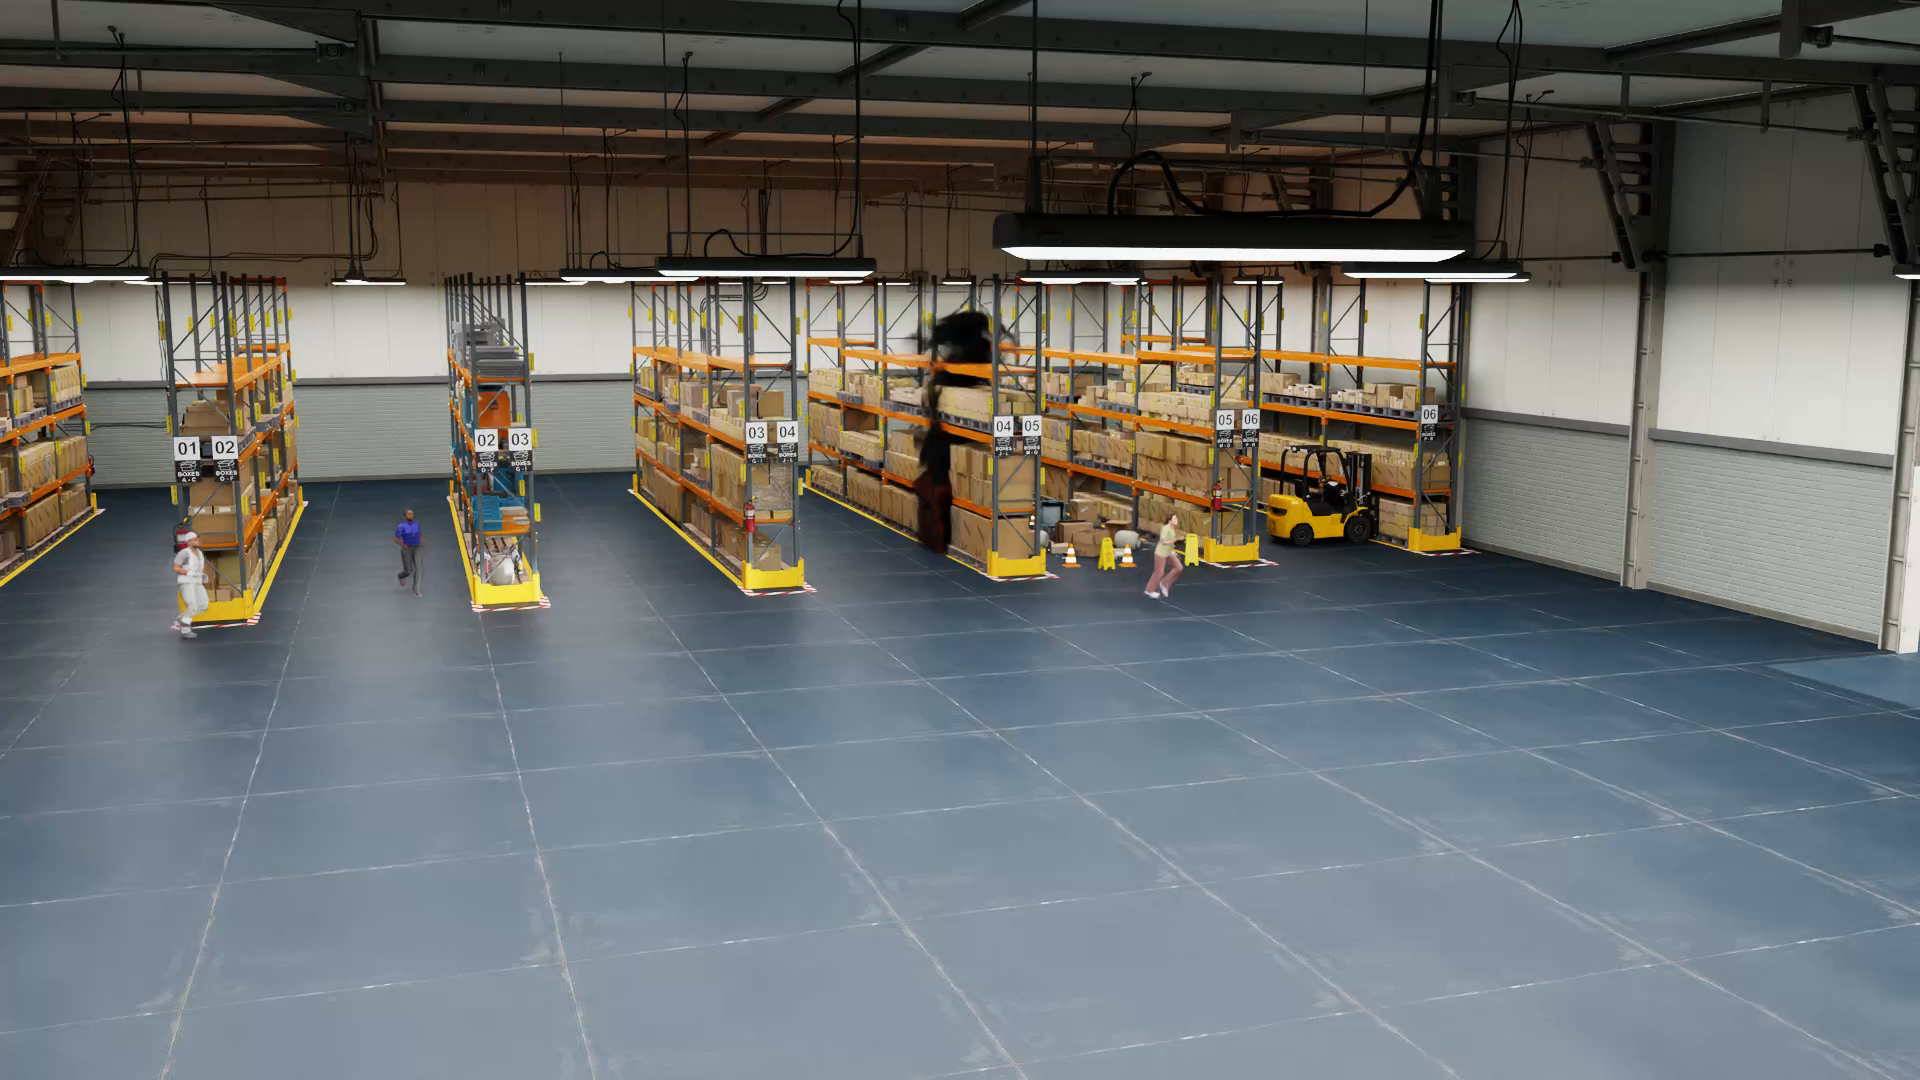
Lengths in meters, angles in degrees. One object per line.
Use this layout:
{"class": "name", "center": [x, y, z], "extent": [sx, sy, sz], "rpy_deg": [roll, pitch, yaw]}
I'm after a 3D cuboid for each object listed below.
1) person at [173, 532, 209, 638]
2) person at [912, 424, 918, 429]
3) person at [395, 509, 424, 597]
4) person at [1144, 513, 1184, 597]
{"class": "person", "center": [-12.711, 0.726, 27.575], "extent": [0.629, 1.727, 0.681], "rpy_deg": [3, 9, 16]}
{"class": "person", "center": [-1.394, -2.767, 50.805], "extent": [0.709, 1.727, 0.541], "rpy_deg": [-3, 9, -22]}
{"class": "person", "center": [-10.328, 0.277, 31.265], "extent": [0.578, 1.536, 0.782], "rpy_deg": [-8, 12, -42]}
{"class": "person", "center": [3.775, 0.277, 30.754], "extent": [0.783, 1.605, 0.553], "rpy_deg": [5, 10, 31]}
